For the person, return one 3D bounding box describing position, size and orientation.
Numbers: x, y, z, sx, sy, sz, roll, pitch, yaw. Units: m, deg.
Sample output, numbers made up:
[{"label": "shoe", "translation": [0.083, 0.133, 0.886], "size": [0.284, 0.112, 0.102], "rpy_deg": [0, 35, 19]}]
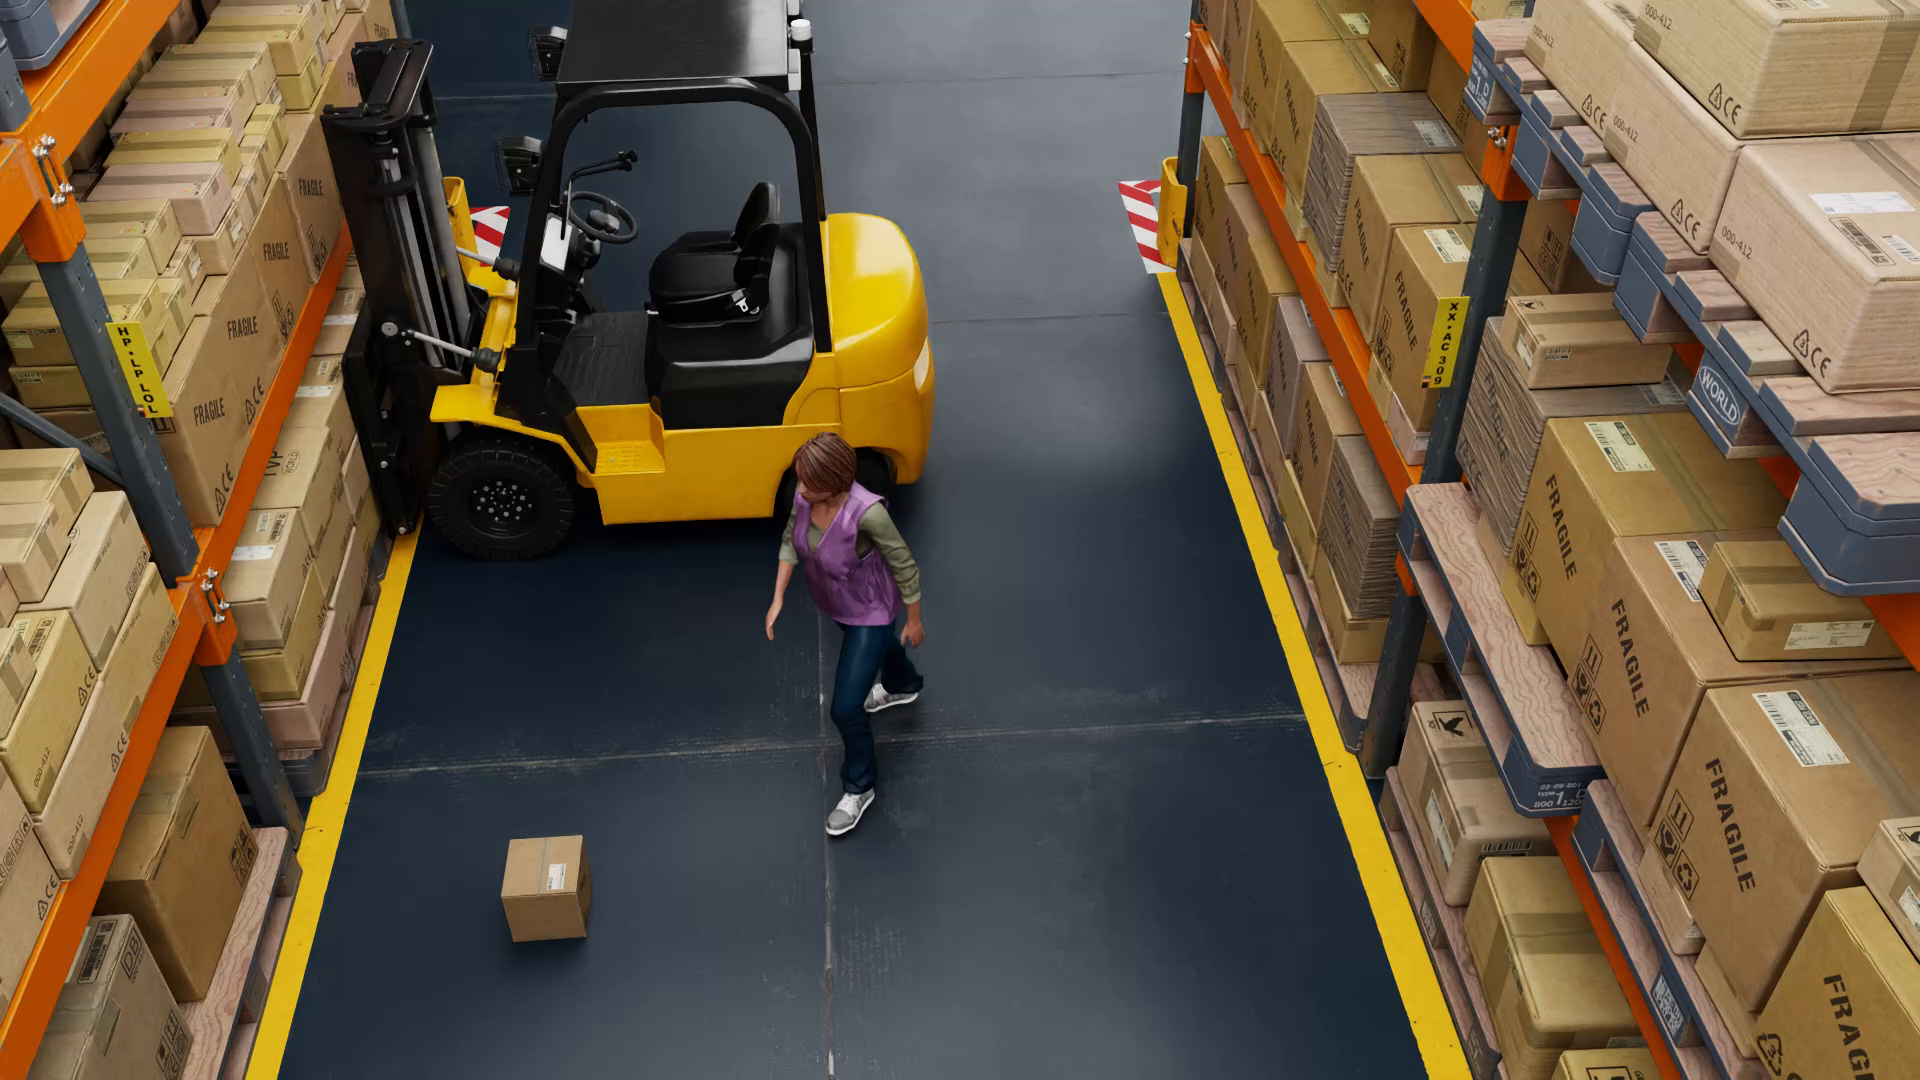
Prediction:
[{"label": "person", "translation": [-0.358, 0.232, 5.899], "size": [0.731, 1.540, 0.529], "rpy_deg": [-29, 48, -31]}]
